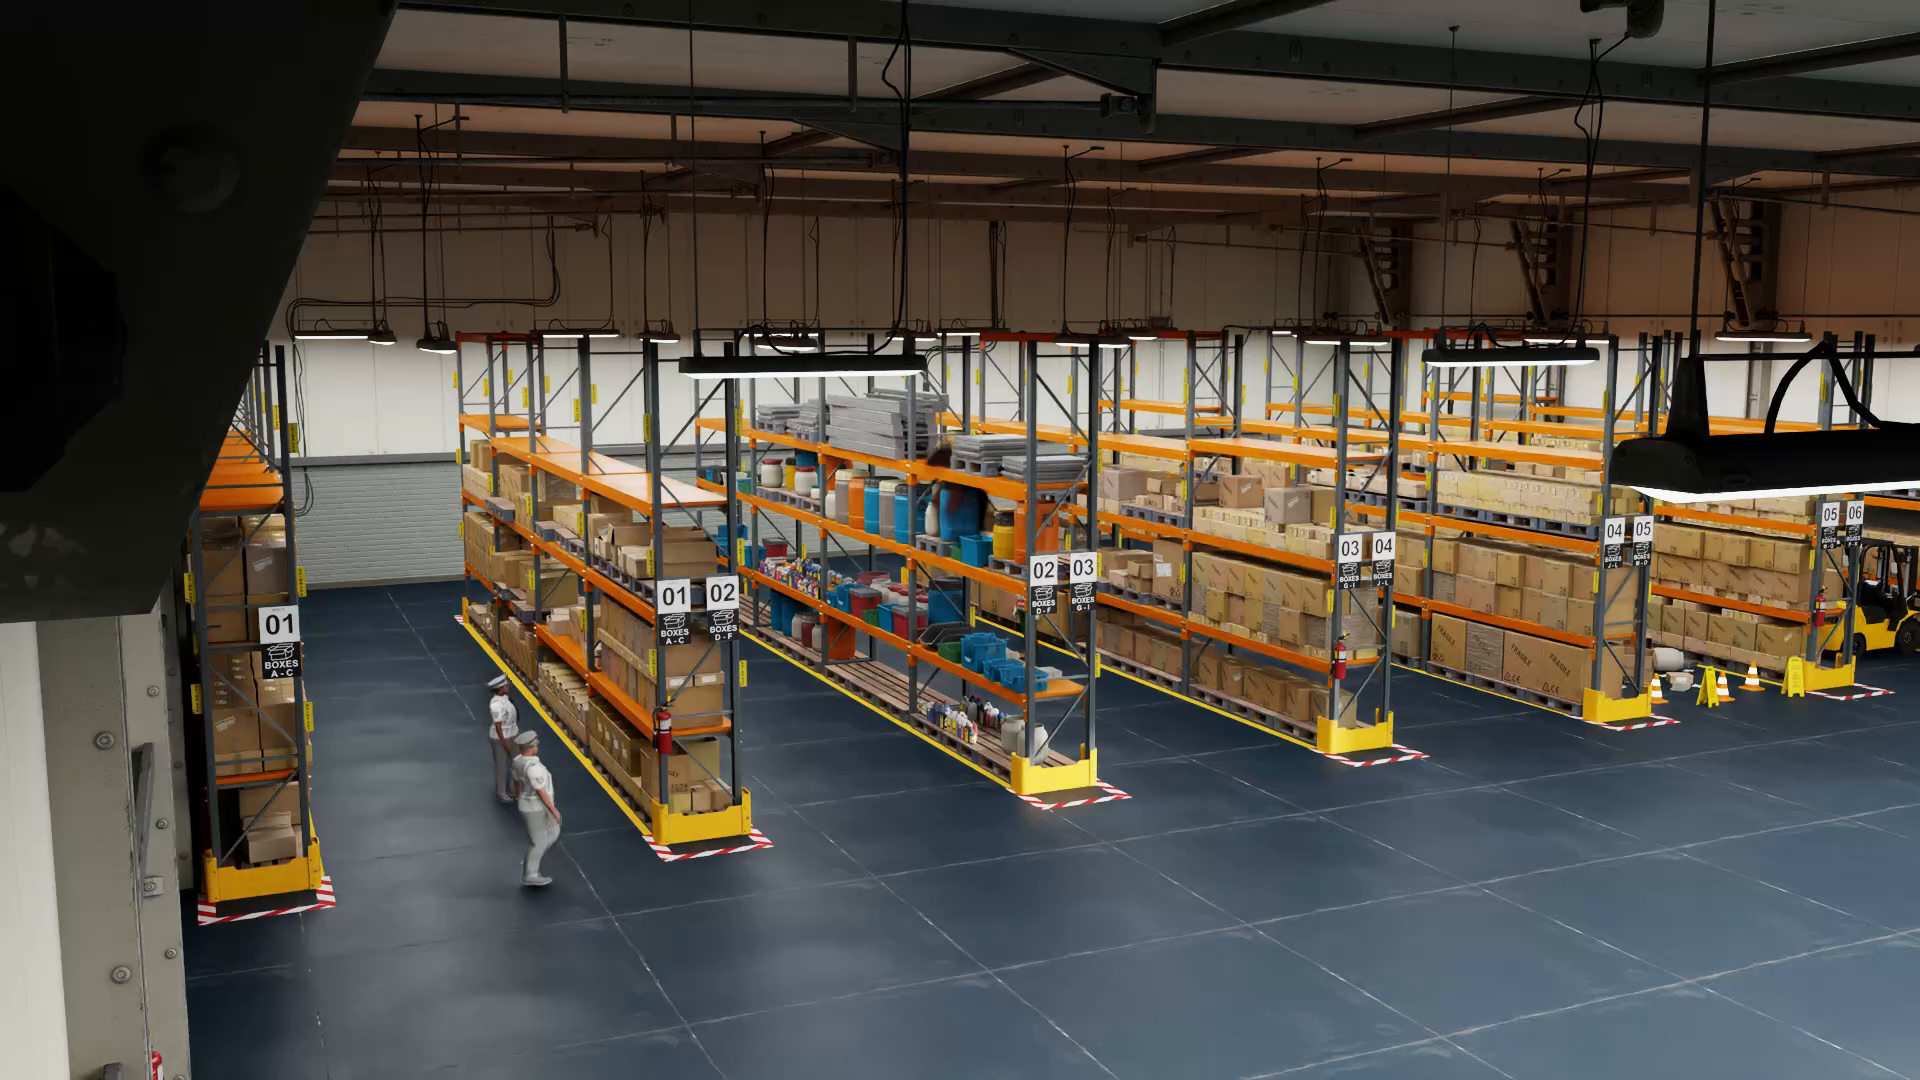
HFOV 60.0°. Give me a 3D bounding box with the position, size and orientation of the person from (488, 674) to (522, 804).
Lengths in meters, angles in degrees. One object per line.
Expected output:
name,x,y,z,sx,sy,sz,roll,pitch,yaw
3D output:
person,-5.927,2.618,21.716,0.424,1.753,0.481,4,9,26

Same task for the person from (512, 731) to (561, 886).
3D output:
person,-4.682,2.977,18.416,0.501,1.775,0.546,-2,8,-14

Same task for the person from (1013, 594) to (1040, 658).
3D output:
person,1.253,1.303,30.732,0.354,1.792,0.584,-7,10,-41
